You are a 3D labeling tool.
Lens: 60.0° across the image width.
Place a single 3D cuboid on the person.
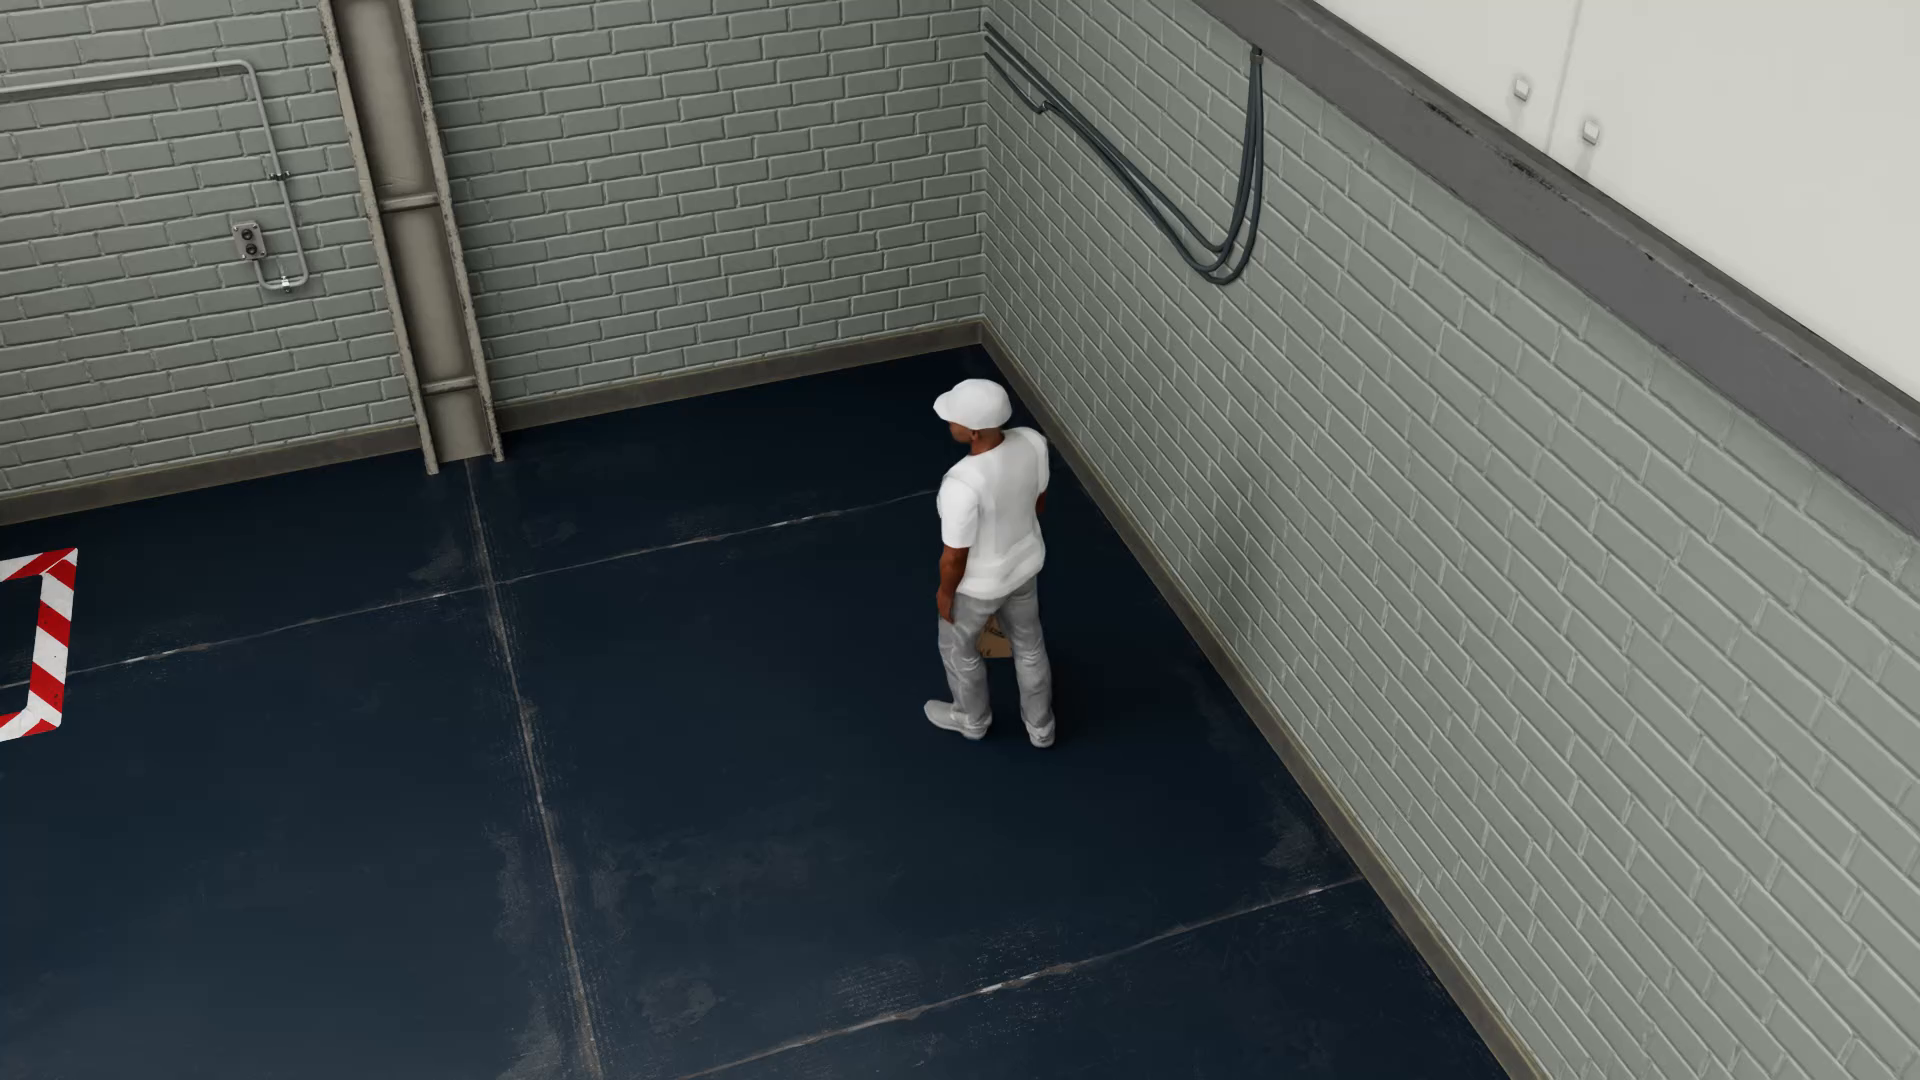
[{"bbox_3d":[0.122,0.119,6.614,0.577,1.760,0.558,-31,47,-34],"label":"person"}]
